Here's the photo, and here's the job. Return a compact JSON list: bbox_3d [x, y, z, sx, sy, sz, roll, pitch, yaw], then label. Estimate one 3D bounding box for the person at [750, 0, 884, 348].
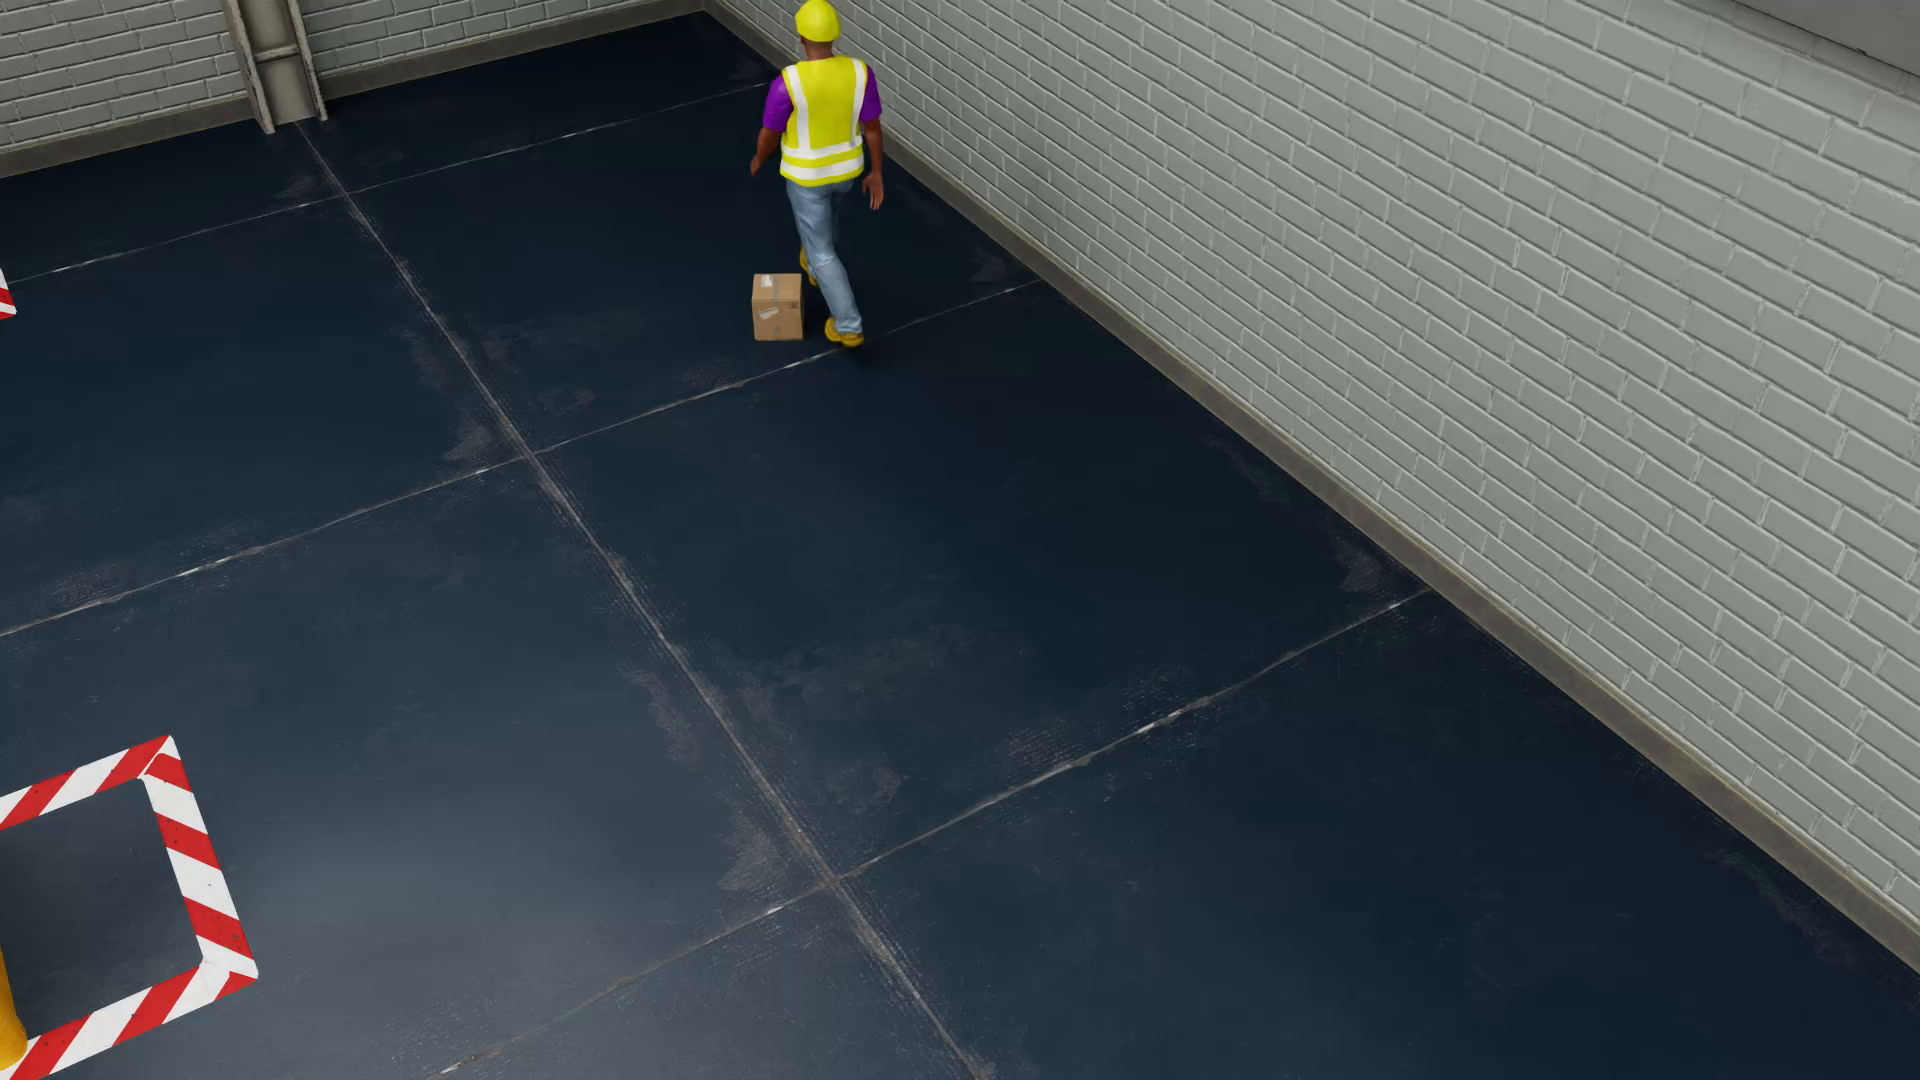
[{"bbox_3d":[-0.709,-1.875,8.333,0.578,1.724,1.050,-21,45,-23],"label":"person"}]
